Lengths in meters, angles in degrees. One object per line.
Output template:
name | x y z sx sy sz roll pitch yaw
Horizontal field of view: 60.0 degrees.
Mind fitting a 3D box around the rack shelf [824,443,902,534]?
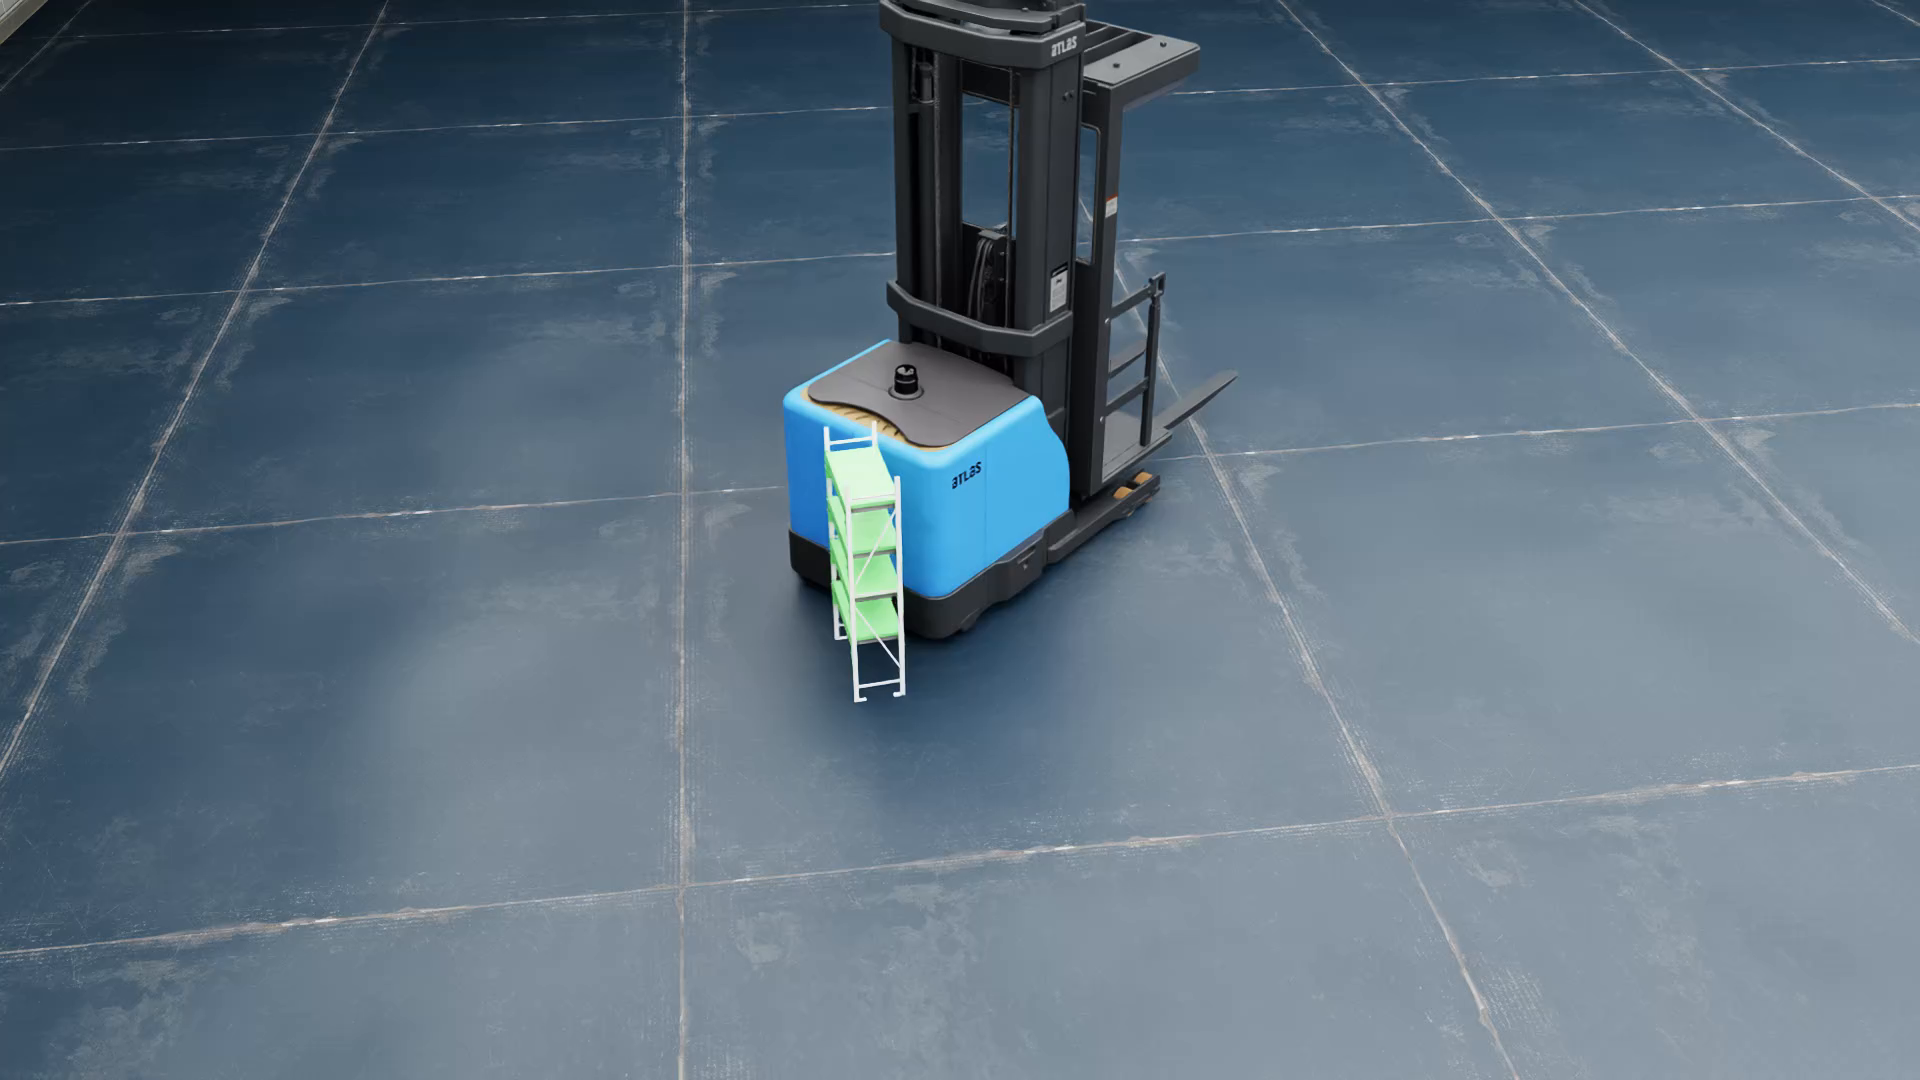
rack shelf | -0.437 -0.235 7.419 0.258 0.148 0.480 -8 35 -12

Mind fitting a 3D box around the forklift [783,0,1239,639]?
forklift | 0.452 -1.494 8.468 1.130 2.935 3.031 25 41 32

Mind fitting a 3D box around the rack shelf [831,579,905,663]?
rack shelf | -0.437 0.360 7.825 0.258 0.148 0.480 -8 35 -12

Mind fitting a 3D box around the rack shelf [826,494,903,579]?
rack shelf | -0.437 -0.037 7.554 0.258 0.148 0.480 -8 35 -12

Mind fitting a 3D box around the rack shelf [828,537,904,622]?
rack shelf | -0.437 0.162 7.690 0.258 0.148 0.480 -8 35 -12

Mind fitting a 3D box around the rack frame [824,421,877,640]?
rack frame | -0.497 -0.024 7.849 0.240 1.200 0.015 -8 35 -12

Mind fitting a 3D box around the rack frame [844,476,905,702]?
rack frame | -0.377 0.242 7.458 0.240 1.200 0.015 -8 35 -12

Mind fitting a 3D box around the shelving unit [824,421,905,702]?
shelving unit | -0.437 0.109 7.654 0.258 1.200 0.503 -8 35 -12
